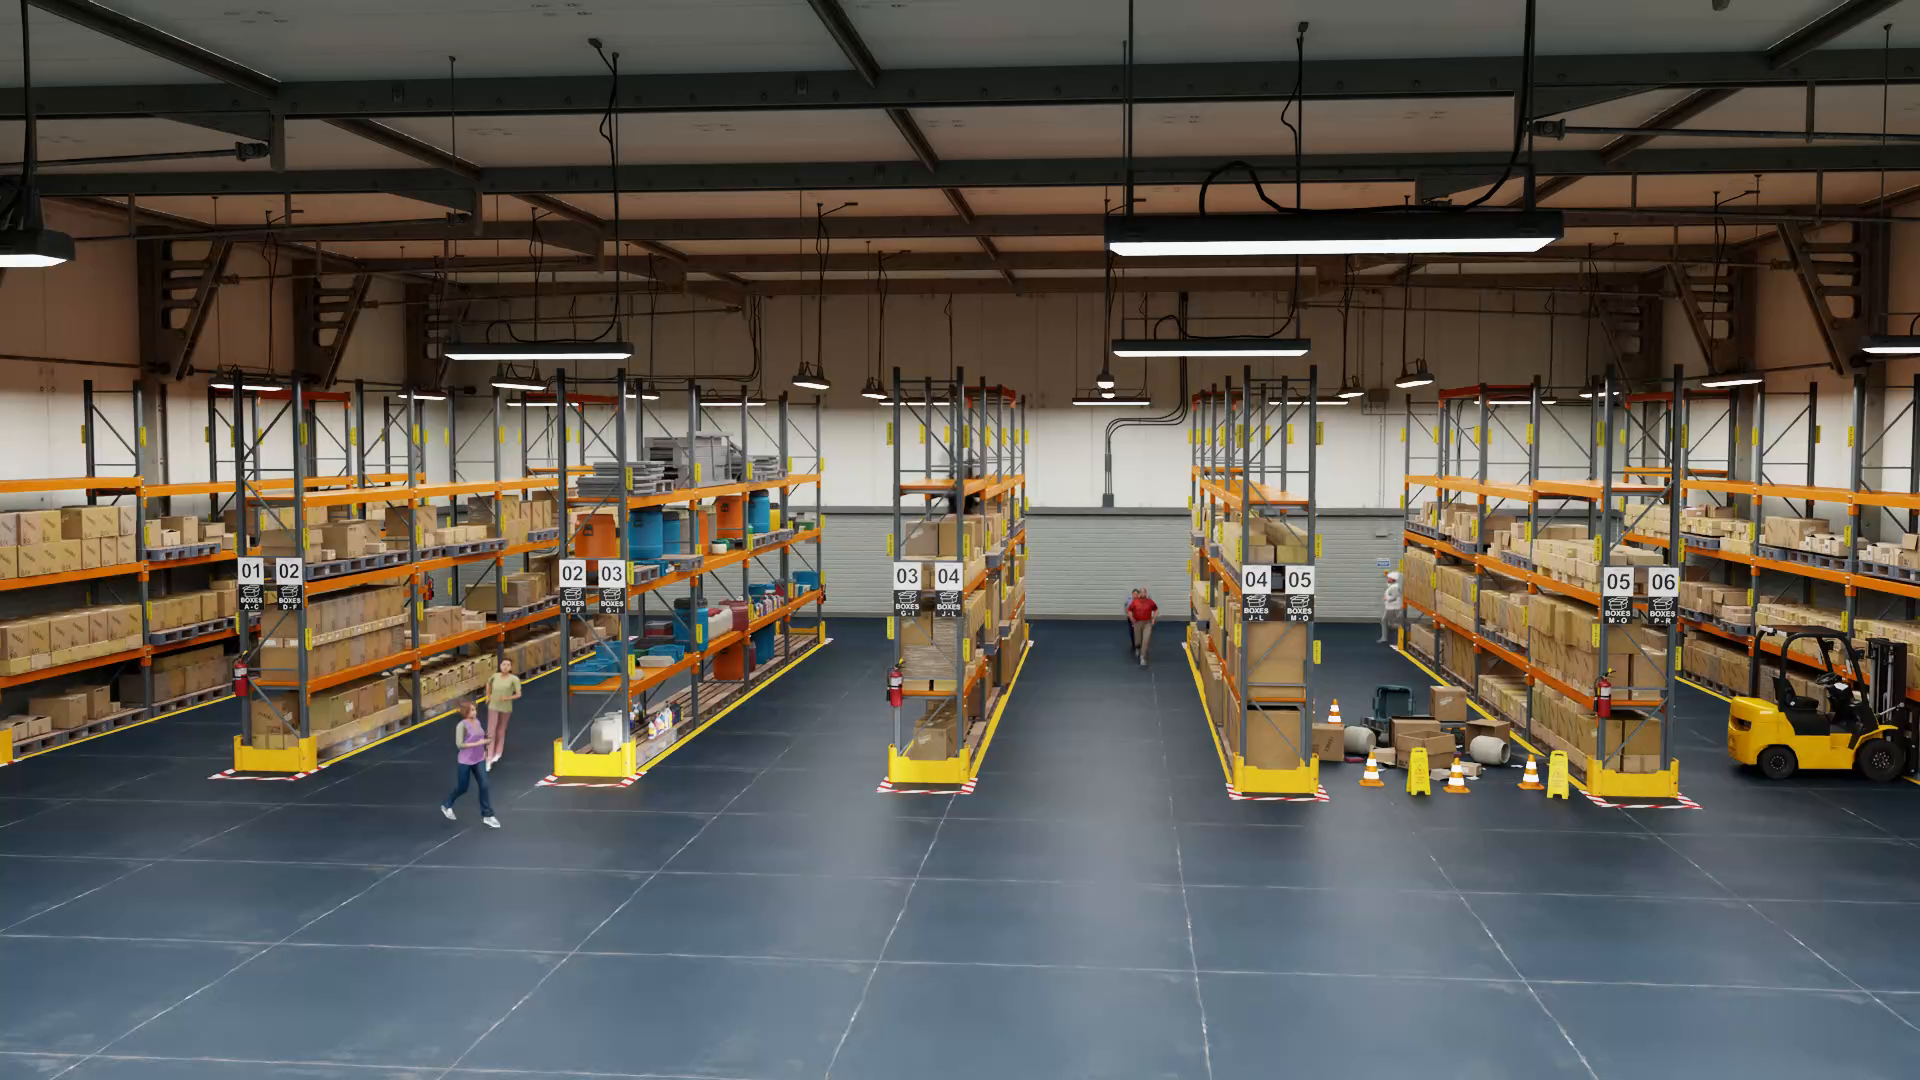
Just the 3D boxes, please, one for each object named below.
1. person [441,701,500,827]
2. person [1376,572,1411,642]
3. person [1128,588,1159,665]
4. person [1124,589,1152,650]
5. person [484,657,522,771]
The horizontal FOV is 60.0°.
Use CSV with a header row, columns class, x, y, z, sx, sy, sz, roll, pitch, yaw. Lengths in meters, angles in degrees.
class,x,y,z,sx,sy,sz,roll,pitch,yaw
person,-6.269,2.857,21.305,0.865,1.592,0.535,2,4,28
person,10.523,1.646,40.317,0.830,1.751,0.697,1,4,12
person,4.047,1.893,36.693,0.677,1.683,0.721,0,4,5
person,4.104,1.866,38.345,0.636,1.549,0.933,1,4,11
person,-6.927,2.617,25.252,0.552,1.707,0.716,-1,4,-9
